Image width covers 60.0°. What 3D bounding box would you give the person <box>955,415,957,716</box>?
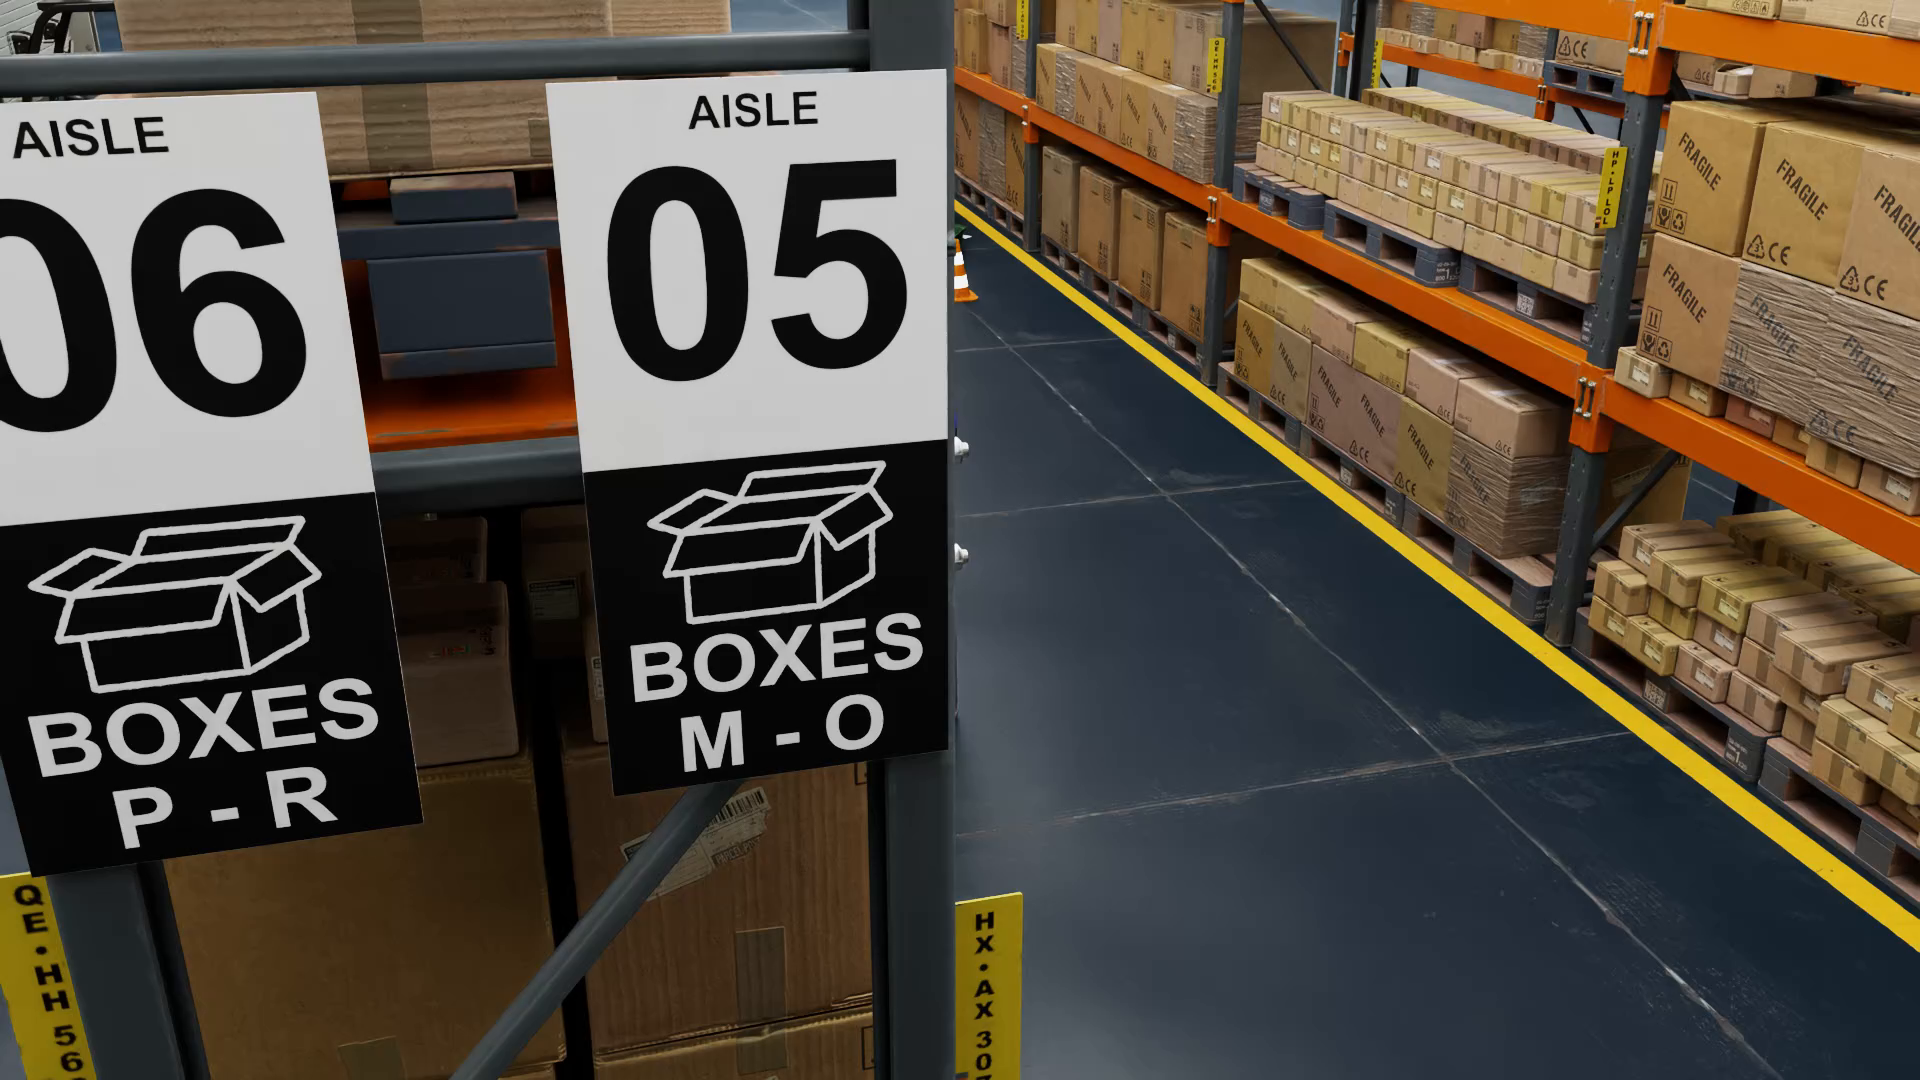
[{"bbox_3d":[-0.233,-0.009,6.660,0.443,1.647,0.315,-12,26,-26],"label":"person"}]
